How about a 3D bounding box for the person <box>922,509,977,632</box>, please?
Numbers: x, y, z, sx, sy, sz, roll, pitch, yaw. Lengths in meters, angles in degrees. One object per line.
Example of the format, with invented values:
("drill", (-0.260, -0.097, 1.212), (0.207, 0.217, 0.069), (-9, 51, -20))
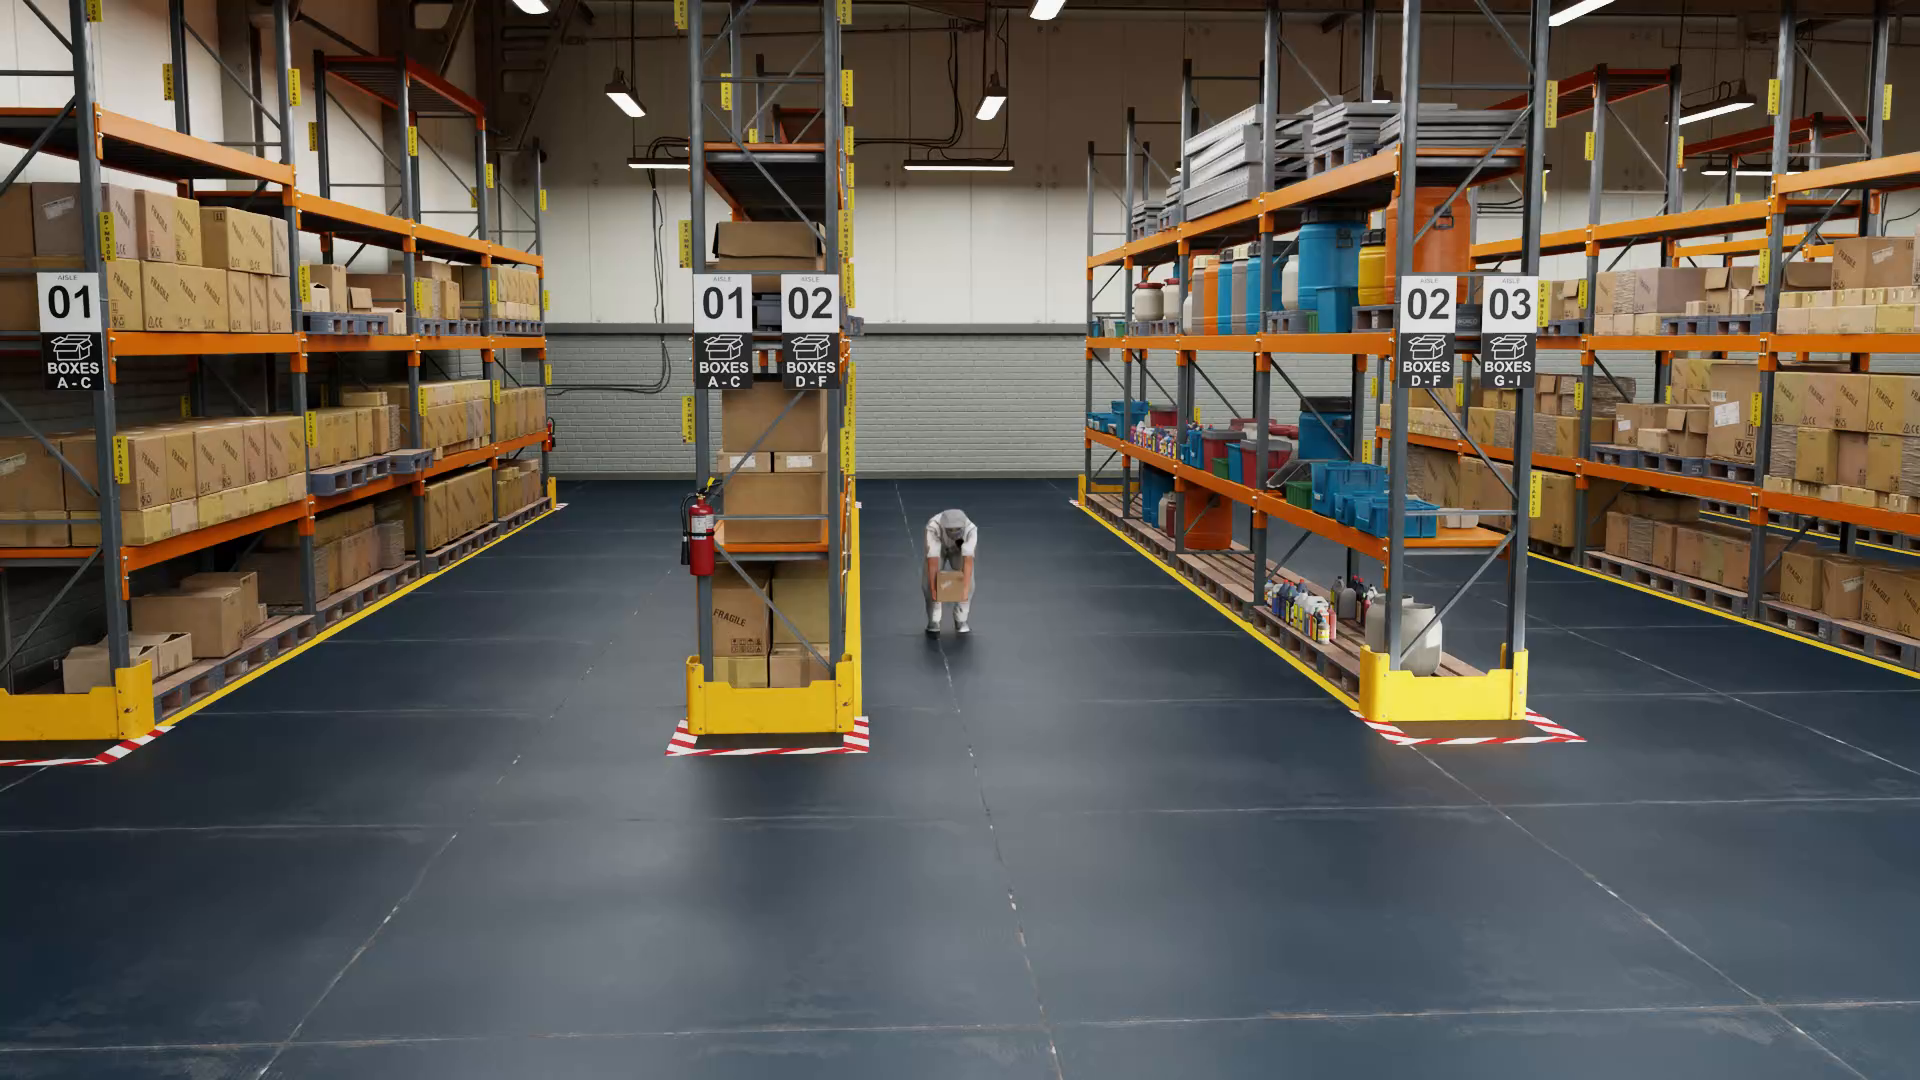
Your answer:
("person", (-0.102, 0.282, 15.633), (0.511, 1.215, 1.021), (0, 7, -3))
